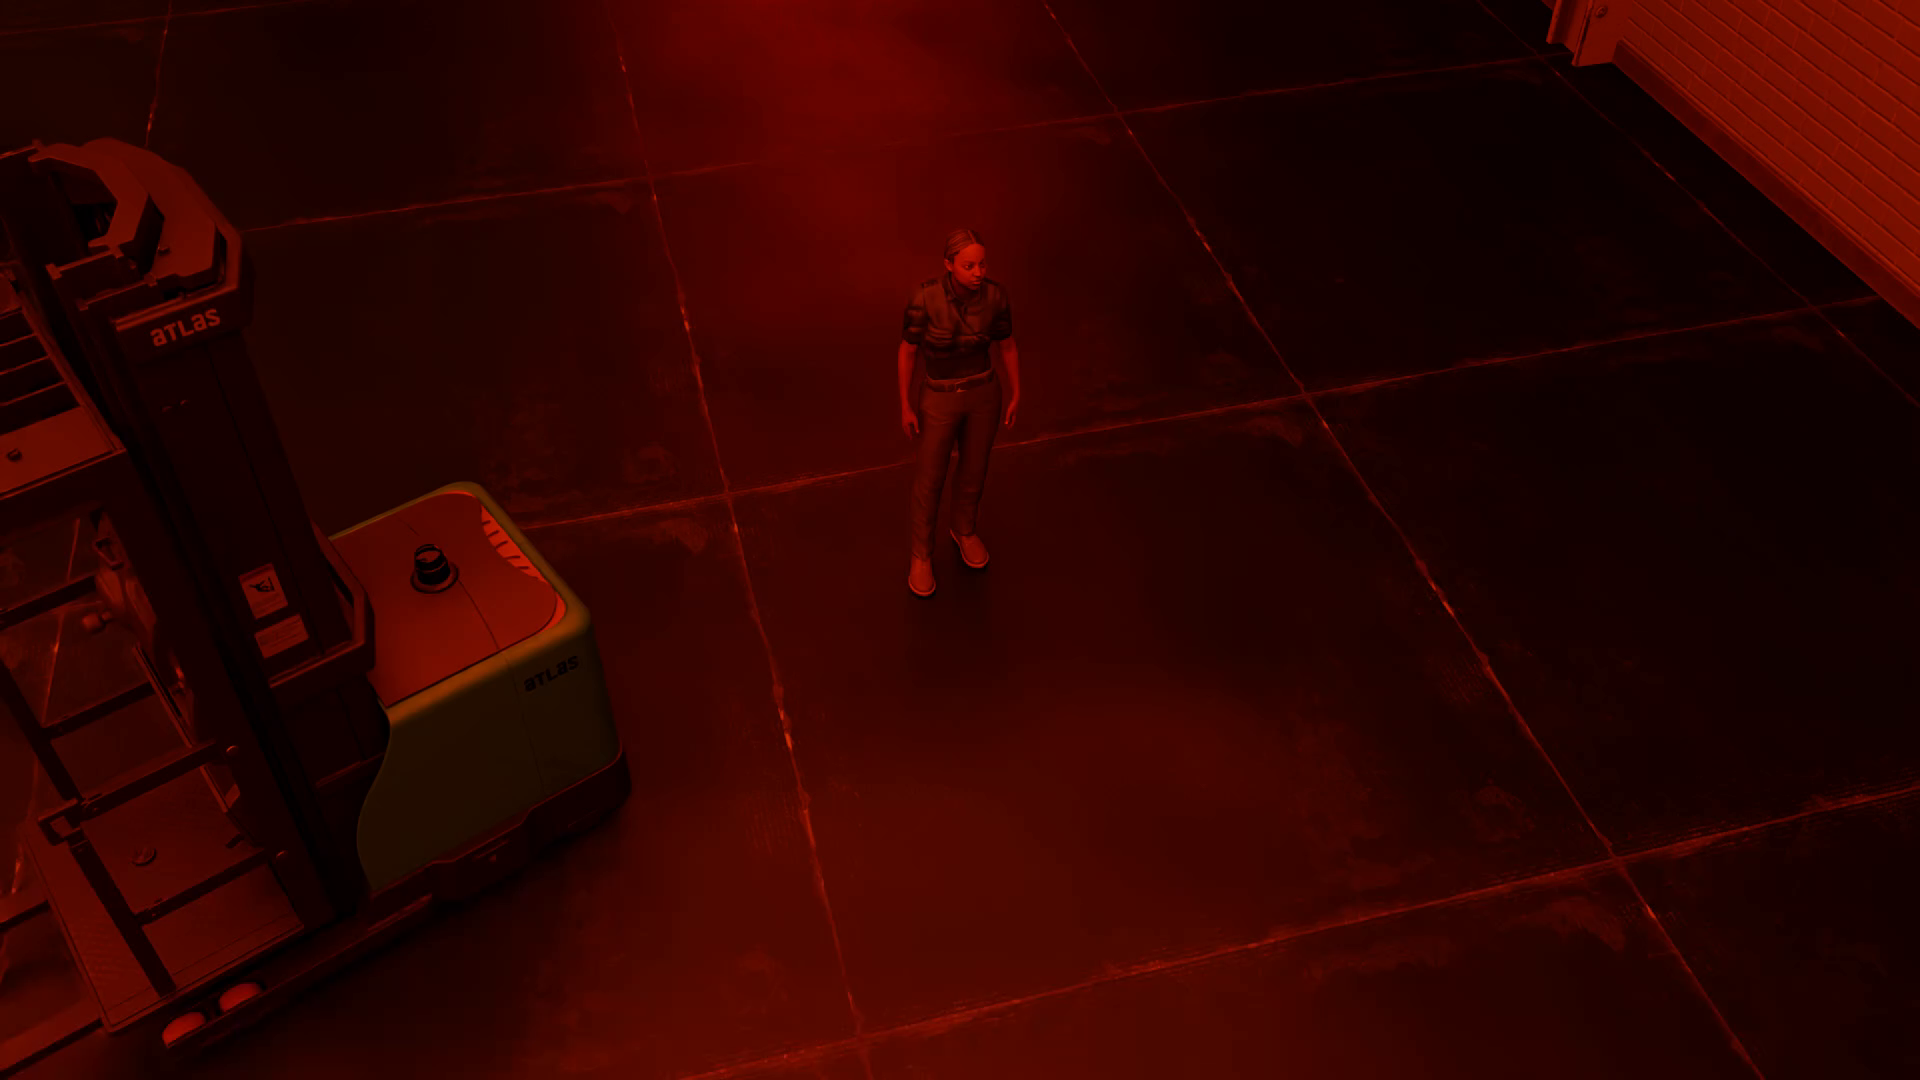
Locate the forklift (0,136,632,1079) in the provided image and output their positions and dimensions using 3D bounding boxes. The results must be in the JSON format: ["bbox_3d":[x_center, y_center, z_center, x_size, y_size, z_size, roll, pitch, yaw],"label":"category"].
[{"bbox_3d":[-2.785,0.343,5.283,3.031,2.935,1.130,-28,50,-27],"label":"forklift"}]

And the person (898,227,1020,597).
[{"bbox_3d":[0.003,-0.538,7.147,0.569,1.637,0.504,-10,44,-11],"label":"person"}]
